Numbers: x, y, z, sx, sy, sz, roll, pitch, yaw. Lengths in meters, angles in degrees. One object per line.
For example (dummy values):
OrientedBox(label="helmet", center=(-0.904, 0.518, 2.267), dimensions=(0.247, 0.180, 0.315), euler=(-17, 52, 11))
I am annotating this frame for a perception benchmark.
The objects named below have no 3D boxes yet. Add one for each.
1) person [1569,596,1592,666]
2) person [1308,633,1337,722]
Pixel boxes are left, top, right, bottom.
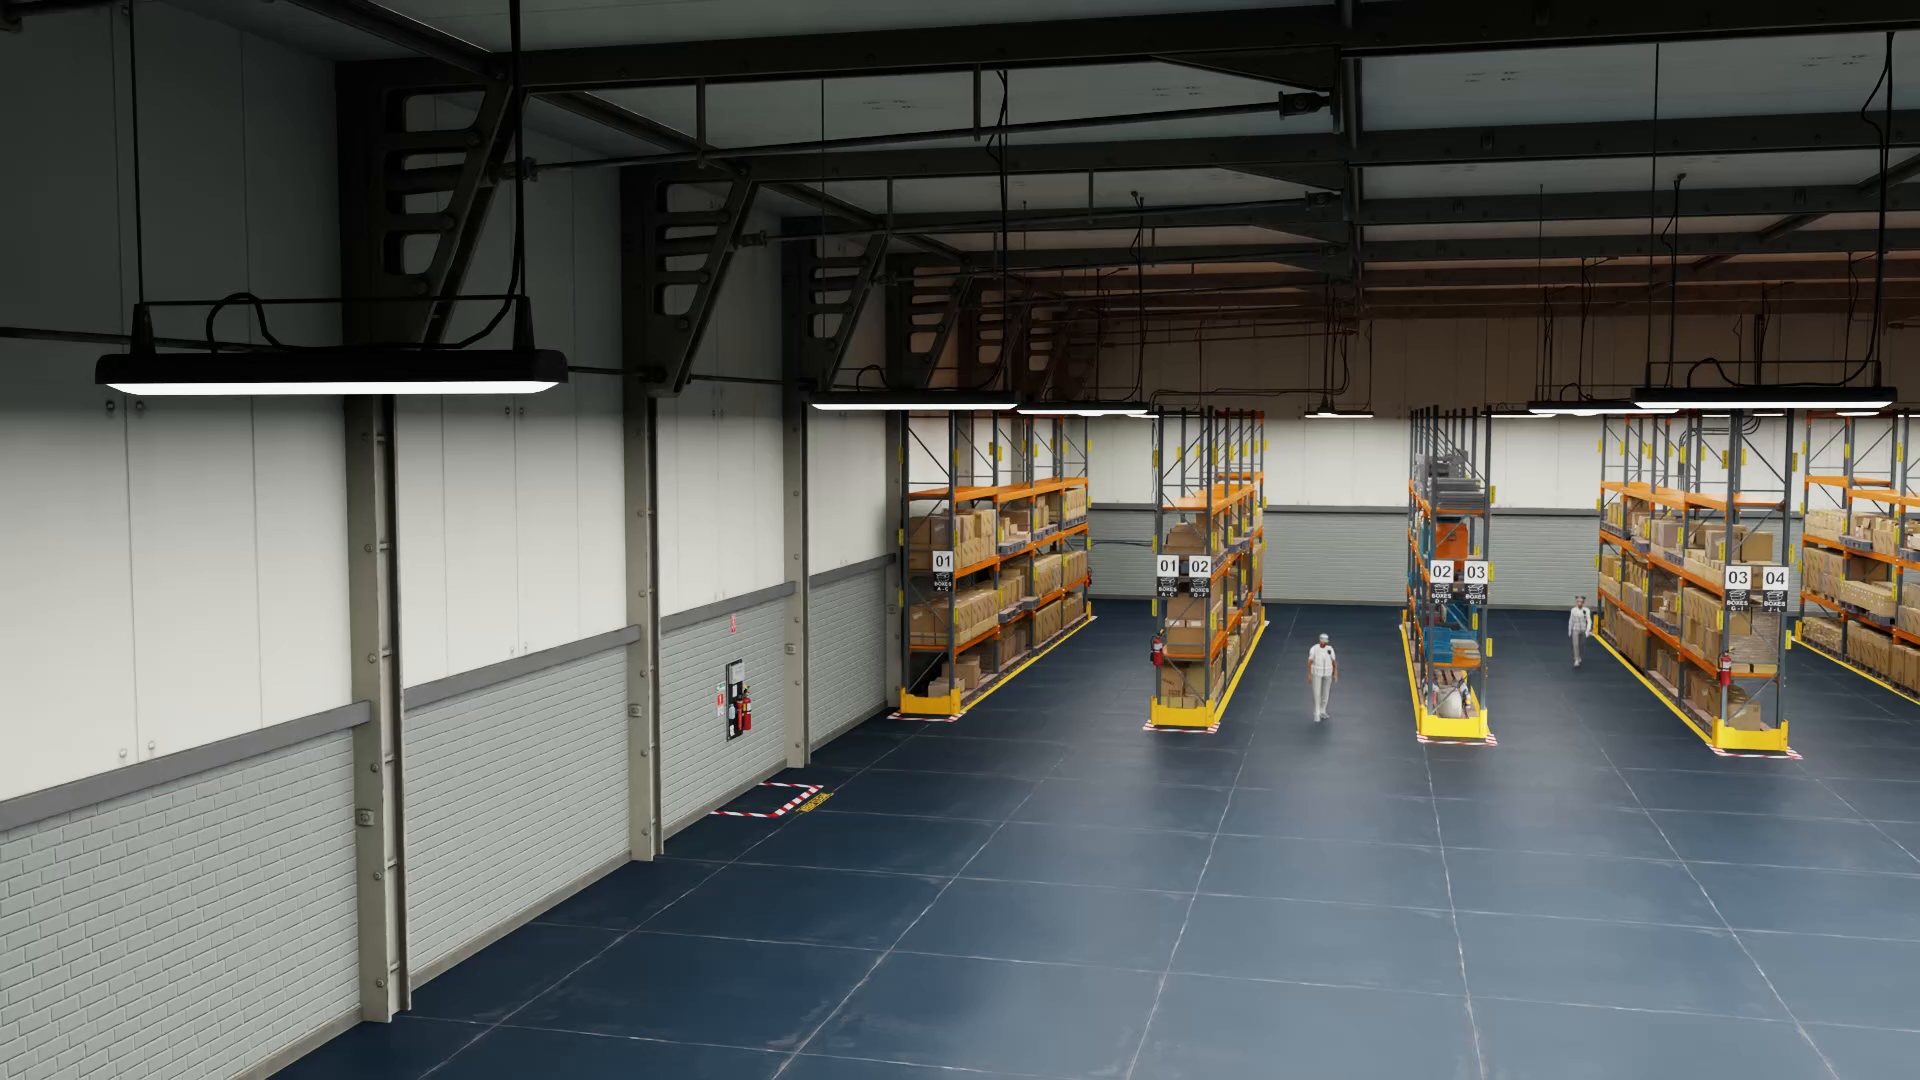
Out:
OrientedBox(label="person", center=(14.483, 2.100, 38.768), dimensions=(0.452, 1.612, 1.045), euler=(1, 4, 9))
OrientedBox(label="person", center=(6.942, 2.632, 31.859), dimensions=(0.519, 1.715, 0.540), euler=(0, 4, -3))
